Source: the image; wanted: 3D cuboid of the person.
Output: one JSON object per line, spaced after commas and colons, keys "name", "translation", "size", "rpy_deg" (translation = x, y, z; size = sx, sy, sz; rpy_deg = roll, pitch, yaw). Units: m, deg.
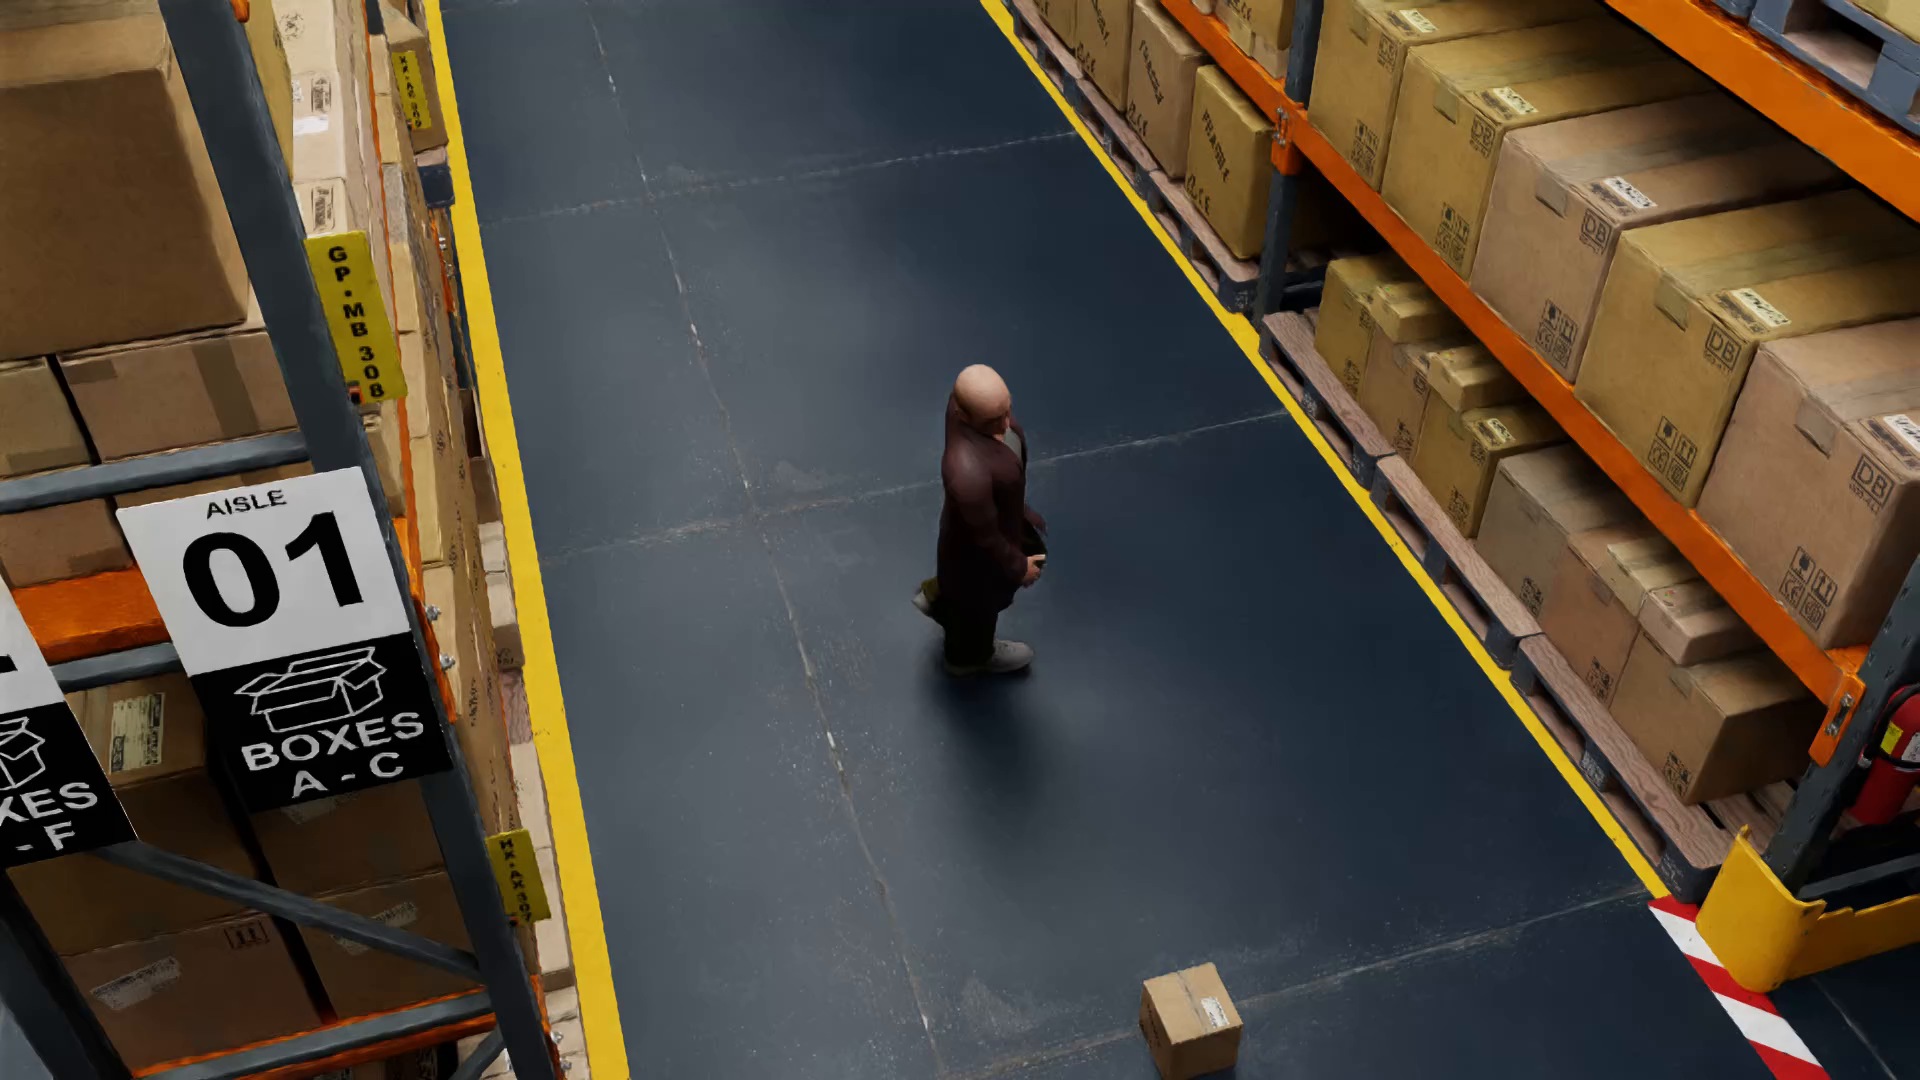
{"name": "person", "translation": [0.058, -0.027, 6.202], "size": [0.556, 1.737, 0.717], "rpy_deg": [4, 42, 4]}
